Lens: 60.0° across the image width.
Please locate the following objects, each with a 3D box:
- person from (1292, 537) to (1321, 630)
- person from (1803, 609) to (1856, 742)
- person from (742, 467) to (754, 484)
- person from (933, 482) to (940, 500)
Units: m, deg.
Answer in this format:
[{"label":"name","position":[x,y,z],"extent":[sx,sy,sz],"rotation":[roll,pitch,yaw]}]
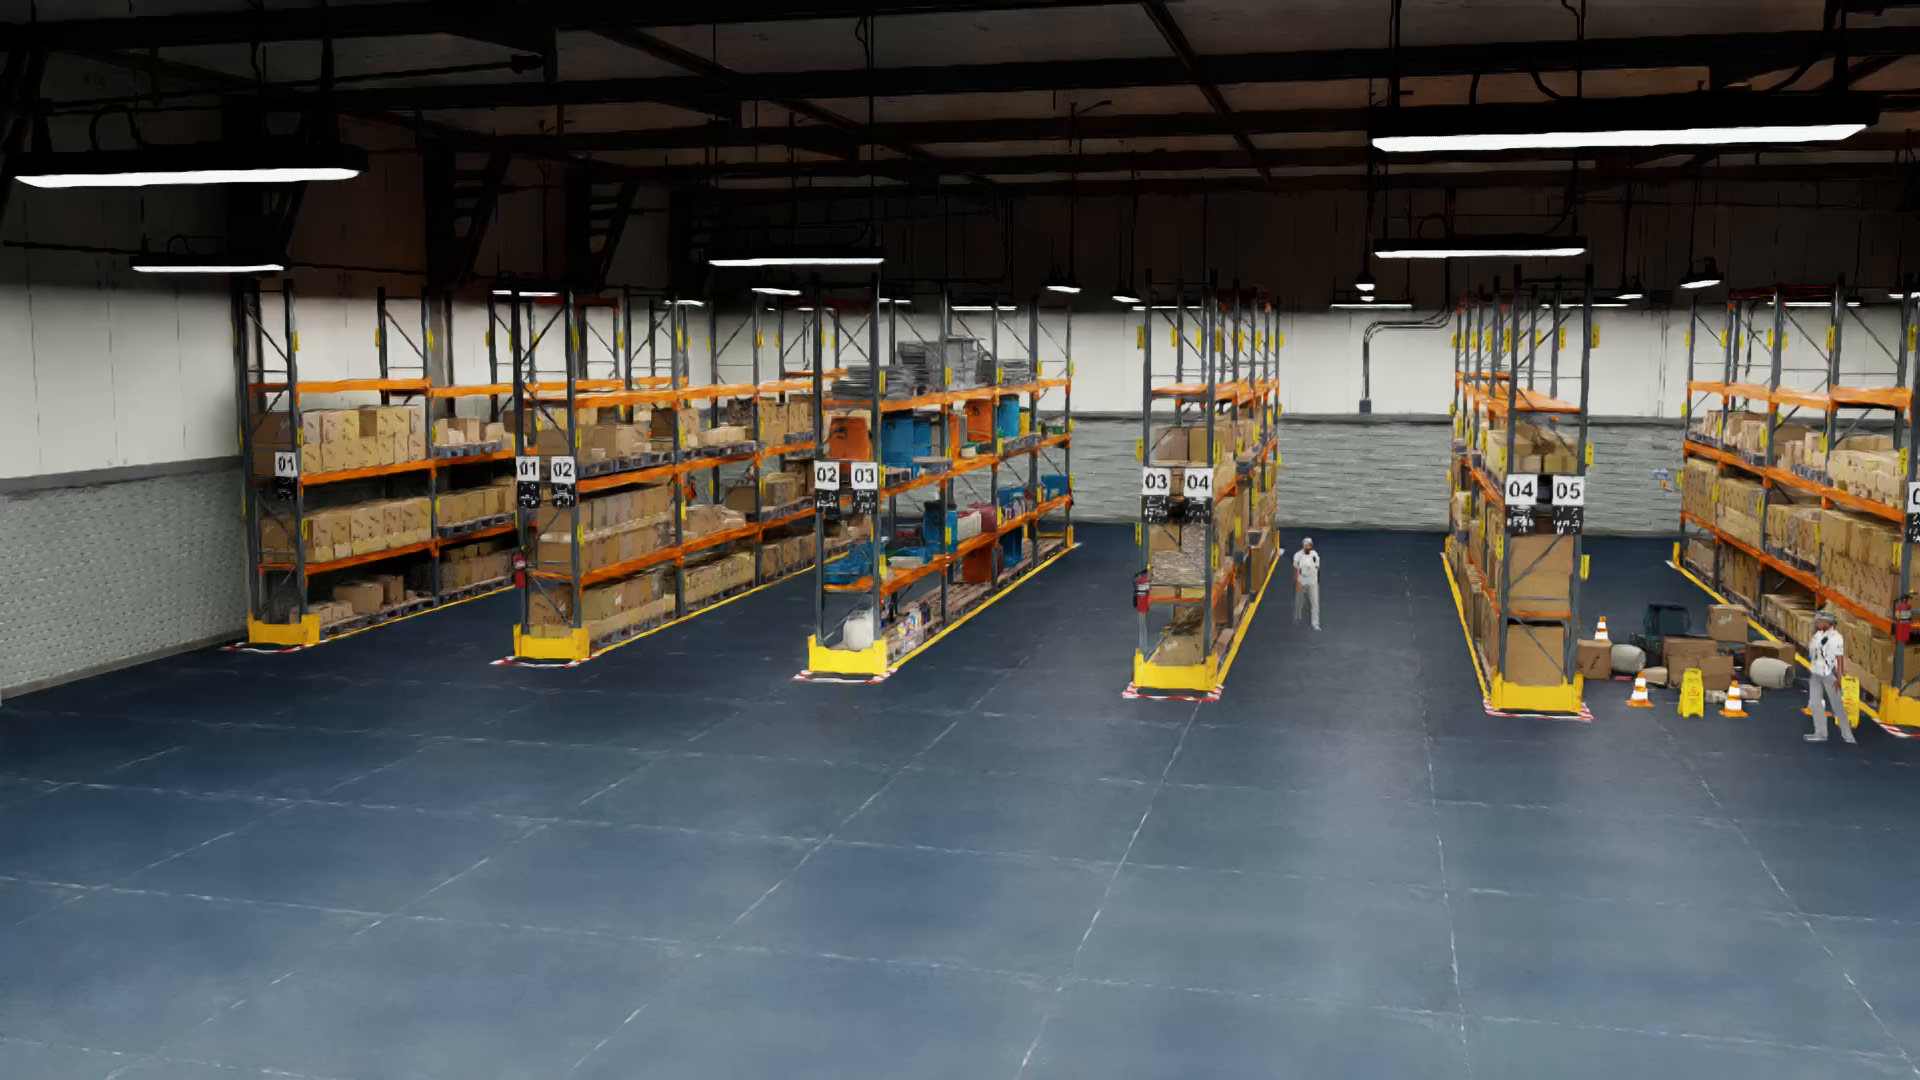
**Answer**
[{"label":"person","position":[6.021,0.733,28.939],"extent":[0.490,1.597,0.999],"rotation":[1,7,6]},{"label":"person","position":[10.917,1.699,20.817],"extent":[0.529,1.665,0.571],"rotation":[-2,7,-14]},{"label":"person","position":[-5.450,-1.041,43.239],"extent":[0.462,1.725,0.626],"rotation":[5,9,38]},{"label":"person","position":[-0.437,-0.614,40.155],"extent":[0.453,1.613,1.019],"rotation":[2,7,13]}]
